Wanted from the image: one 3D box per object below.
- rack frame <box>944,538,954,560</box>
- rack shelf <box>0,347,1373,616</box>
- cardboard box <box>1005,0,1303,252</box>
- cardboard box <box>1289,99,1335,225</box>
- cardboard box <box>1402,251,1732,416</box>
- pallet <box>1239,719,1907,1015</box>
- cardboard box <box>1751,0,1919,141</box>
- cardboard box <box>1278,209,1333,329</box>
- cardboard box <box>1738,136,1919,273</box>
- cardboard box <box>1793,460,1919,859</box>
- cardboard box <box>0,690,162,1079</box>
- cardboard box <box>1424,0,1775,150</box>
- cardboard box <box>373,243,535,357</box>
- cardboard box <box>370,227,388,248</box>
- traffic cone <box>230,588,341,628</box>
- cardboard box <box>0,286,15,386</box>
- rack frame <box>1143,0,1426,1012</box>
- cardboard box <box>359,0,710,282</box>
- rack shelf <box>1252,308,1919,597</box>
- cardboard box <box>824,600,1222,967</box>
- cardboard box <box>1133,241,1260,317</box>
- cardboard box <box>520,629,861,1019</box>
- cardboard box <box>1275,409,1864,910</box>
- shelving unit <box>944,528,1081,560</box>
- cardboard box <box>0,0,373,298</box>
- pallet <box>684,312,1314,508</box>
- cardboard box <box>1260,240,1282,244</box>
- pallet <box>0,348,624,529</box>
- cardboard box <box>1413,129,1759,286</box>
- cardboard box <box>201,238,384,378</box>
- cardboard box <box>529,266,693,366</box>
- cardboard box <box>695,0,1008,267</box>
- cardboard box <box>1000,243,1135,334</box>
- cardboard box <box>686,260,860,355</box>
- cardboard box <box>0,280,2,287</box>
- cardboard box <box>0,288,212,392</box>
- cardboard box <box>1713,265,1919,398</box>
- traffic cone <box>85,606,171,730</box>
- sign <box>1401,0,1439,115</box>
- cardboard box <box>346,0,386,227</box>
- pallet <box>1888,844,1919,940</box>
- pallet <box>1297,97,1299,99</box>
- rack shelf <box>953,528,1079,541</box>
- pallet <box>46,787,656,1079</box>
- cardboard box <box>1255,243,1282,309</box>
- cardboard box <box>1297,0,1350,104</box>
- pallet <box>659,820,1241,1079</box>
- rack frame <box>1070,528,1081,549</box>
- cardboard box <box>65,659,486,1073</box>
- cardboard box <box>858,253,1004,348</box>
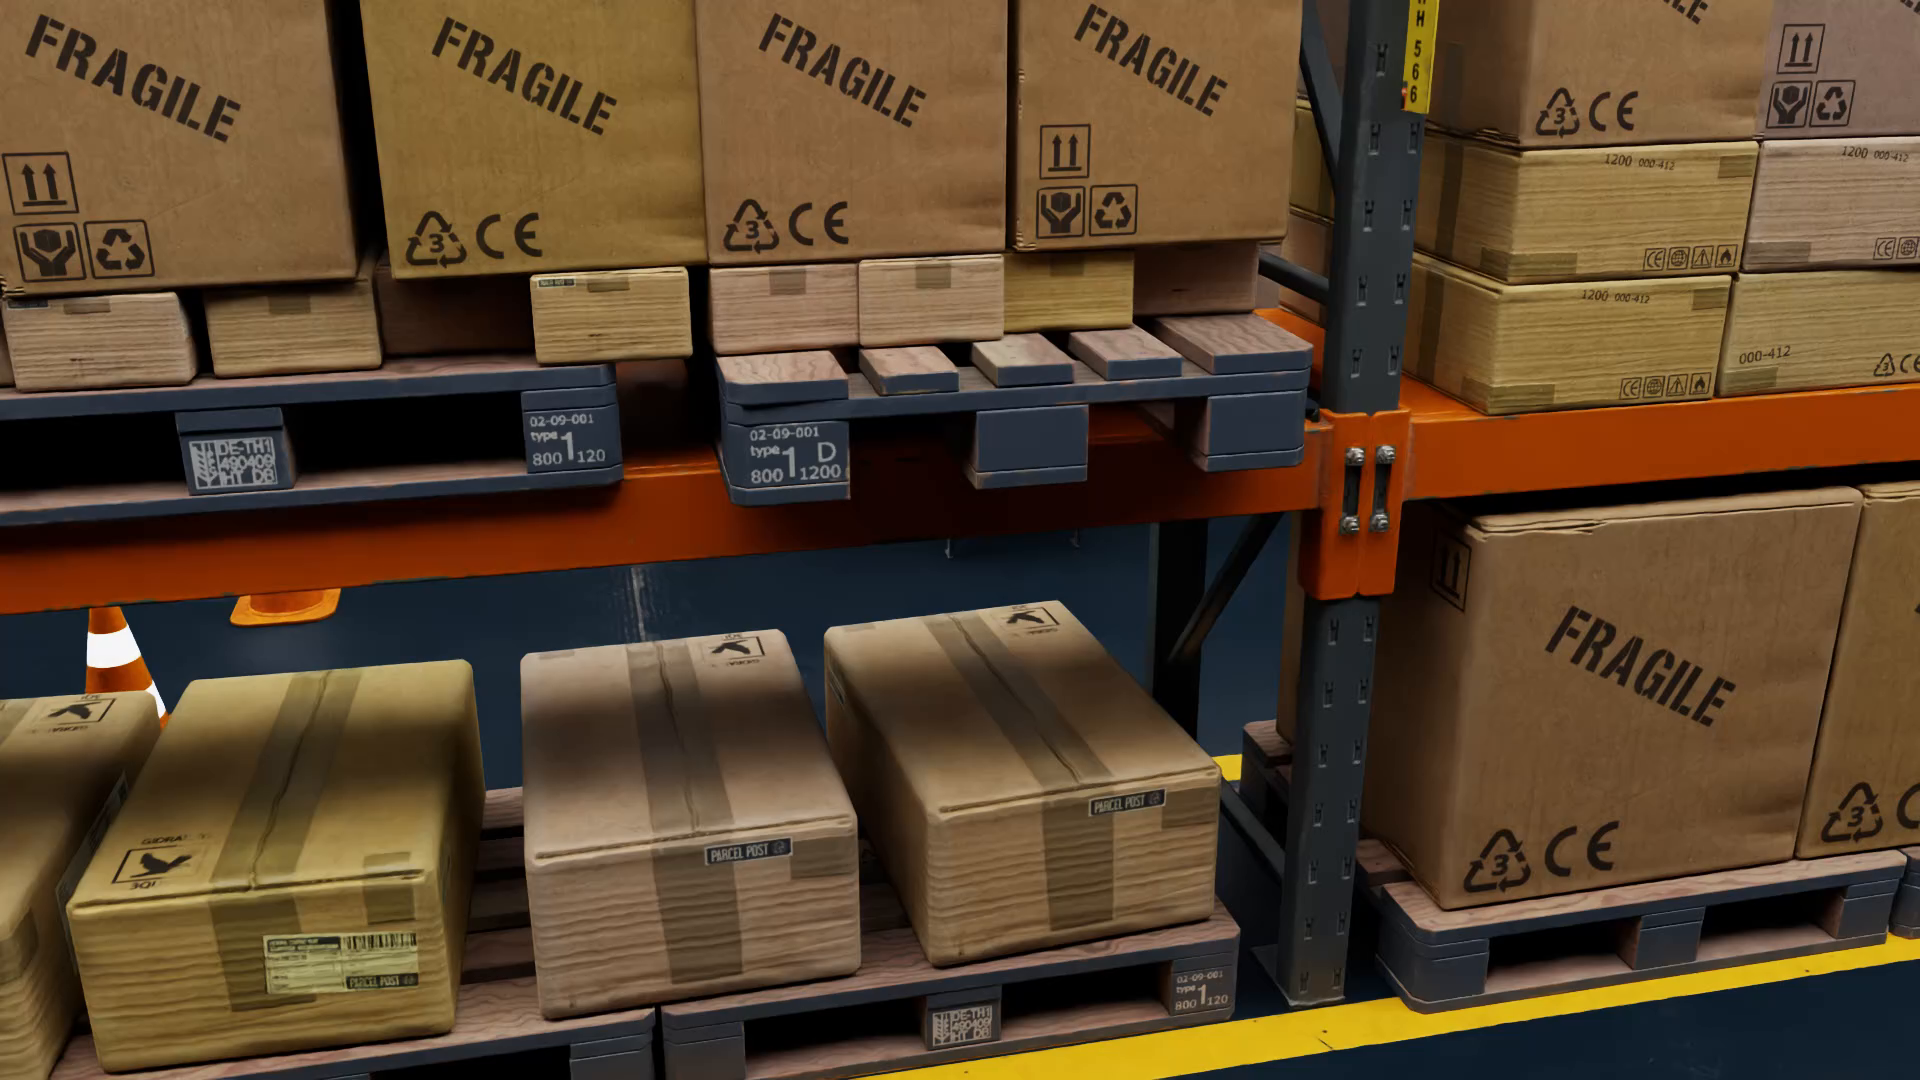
[{"bbox_3d":[-0.076,-0.980,5.936,0.015,2.100,0.400,-5,21,-12],"label":"rack frame"},{"bbox_3d":[-1.292,-0.075,3.205,4.000,0.370,1.077,-5,21,-12],"label":"rack shelf"},{"bbox_3d":[0.275,-0.826,3.020,0.500,0.500,0.500,-5,21,-14],"label":"cardboard box"},{"bbox_3d":[1.067,-0.859,3.790,0.500,0.250,0.500,-5,21,-13],"label":"cardboard box"},{"bbox_3d":[1.188,-0.455,3.415,0.500,0.250,0.500,-5,21,-13],"label":"cardboard box"},{"bbox_3d":[1.438,0.701,4.094,1.213,0.211,1.003,-5,21,-12],"label":"pallet"},{"bbox_3d":[1.671,-1.087,3.323,0.500,0.500,0.500,-5,21,-12],"label":"cardboard box"},{"bbox_3d":[1.086,-0.628,3.886,0.500,0.250,0.500,-5,21,-14],"label":"cardboard box"},{"bbox_3d":[1.707,-0.734,3.448,0.500,0.250,0.500,-4,21,-11],"label":"cardboard box"},{"bbox_3d":[2.214,0.133,4.069,0.875,0.875,0.875,-4,21,-12],"label":"cardboard box"},{"bbox_3d":[-2.030,0.682,3.303,0.625,0.372,0.950,-3,20,-9],"label":"cardboard box"},{"bbox_3d":[1.190,-1.045,3.207,0.500,0.500,0.500,-5,21,-14],"label":"cardboard box"},{"bbox_3d":[-0.875,-0.444,2.921,0.250,0.149,0.380,-4,21,-12],"label":"cardboard box"},{"bbox_3d":[-1.020,-0.574,3.276,0.250,0.149,0.380,-4,20,-10],"label":"cardboard box"},{"bbox_3d":[-2.302,0.012,5.609,0.334,0.463,0.336,-5,21,-12],"label":"traffic cone"},{"bbox_3d":[-1.624,-0.362,2.697,0.250,0.149,0.380,-4,21,-12],"label":"cardboard box"},{"bbox_3d":[0.654,-0.571,3.513,0.127,3.000,1.000,-5,21,-12],"label":"rack frame"},{"bbox_3d":[-0.716,-0.741,2.789,0.500,0.500,0.500,-6,21,-16],"label":"cardboard box"},{"bbox_3d":[2.600,-0.392,4.069,4.000,0.370,1.077,-5,21,-12],"label":"rack shelf"},{"bbox_3d":[0.102,0.507,3.780,0.625,0.372,0.950,-6,21,-16],"label":"cardboard box"},{"bbox_3d":[0.389,-0.546,3.198,0.250,0.149,0.380,-4,20,-10],"label":"cardboard box"},{"bbox_3d":[-0.615,0.568,3.613,0.625,0.372,0.950,-5,21,-14],"label":"cardboard box"},{"bbox_3d":[1.345,0.202,3.880,0.875,0.875,0.875,-5,21,-13],"label":"cardboard box"},{"bbox_3d":[0.161,-0.999,5.989,0.503,2.100,0.431,-5,21,-12],"label":"shelving unit"},{"bbox_3d":[-1.247,-0.698,2.672,0.500,0.500,0.500,-6,21,-15],"label":"cardboard box"},{"bbox_3d":[-0.015,-0.389,3.295,1.003,0.211,1.213,-5,21,-12],"label":"pallet"},{"bbox_3d":[1.628,-1.686,8.490,0.500,0.250,0.500,-6,21,-15],"label":"cardboard box"},{"bbox_3d":[-1.263,-0.311,3.081,1.213,0.211,1.003,-5,21,-12],"label":"pallet"},{"bbox_3d":[1.204,-0.693,3.337,0.500,0.250,0.500,-5,21,-13],"label":"cardboard box"},{"bbox_3d":[-1.101,-0.397,2.791,0.250,0.149,0.380,-5,21,-14],"label":"cardboard box"},{"bbox_3d":[-0.602,-0.422,2.860,0.250,0.149,0.380,-4,21,-12],"label":"cardboard box"},{"bbox_3d":[-0.225,-0.782,2.899,0.500,0.500,0.500,-5,21,-13],"label":"cardboard box"},{"bbox_3d":[0.145,-0.500,3.074,0.250,0.149,0.380,-4,21,-12],"label":"cardboard box"},{"bbox_3d":[-0.337,-0.448,2.932,0.250,0.149,0.380,-6,21,-15],"label":"cardboard box"},{"bbox_3d":[-1.745,-0.654,2.551,0.500,0.500,0.500,-5,21,-13],"label":"cardboard box"},{"bbox_3d":[-1.353,-0.366,2.707,0.250,0.149,0.380,-4,20,-10],"label":"cardboard box"},{"bbox_3d":[1.684,-0.502,3.542,0.500,0.250,0.500,-5,21,-14],"label":"cardboard box"},{"bbox_3d":[-2.354,0.370,4.633,0.334,0.463,0.336,-5,21,-12],"label":"traffic cone"},{"bbox_3d":[0.788,-0.897,2.834,0.005,0.325,0.100,-5,21,-12],"label":"sign"},{"bbox_3d":[-1.347,-0.872,3.146,0.500,0.500,0.500,-5,21,-15],"label":"cardboard box"},{"bbox_3d":[2.623,0.605,4.355,1.213,0.211,1.003,-5,21,-12],"label":"pallet"},{"bbox_3d":[1.333,-2.301,8.513,1.213,0.211,1.003,-5,21,-12],"label":"pallet"},{"bbox_3d":[0.161,-0.329,6.235,0.480,0.518,0.431,-5,21,-12],"label":"rack shelf"},{"bbox_3d":[-1.292,0.895,3.565,1.213,0.211,1.003,-5,21,-12],"label":"pallet"},{"bbox_3d":[1.647,-1.338,8.629,0.500,0.500,0.500,-5,21,-14],"label":"cardboard box"},{"bbox_3d":[1.097,-1.216,3.675,0.500,0.500,0.500,-5,21,-14],"label":"cardboard box"},{"bbox_3d":[-0.107,0.799,3.825,1.213,0.211,1.003,-5,21,-12],"label":"pallet"},{"bbox_3d":[0.399,-1.018,6.042,0.015,2.100,0.400,-5,21,-12],"label":"rack frame"},{"bbox_3d":[-1.354,0.626,3.455,0.625,0.372,0.950,-4,20,-11],"label":"cardboard box"},{"bbox_3d":[-0.090,-0.465,2.979,0.250,0.149,0.380,-5,21,-13],"label":"cardboard box"}]
